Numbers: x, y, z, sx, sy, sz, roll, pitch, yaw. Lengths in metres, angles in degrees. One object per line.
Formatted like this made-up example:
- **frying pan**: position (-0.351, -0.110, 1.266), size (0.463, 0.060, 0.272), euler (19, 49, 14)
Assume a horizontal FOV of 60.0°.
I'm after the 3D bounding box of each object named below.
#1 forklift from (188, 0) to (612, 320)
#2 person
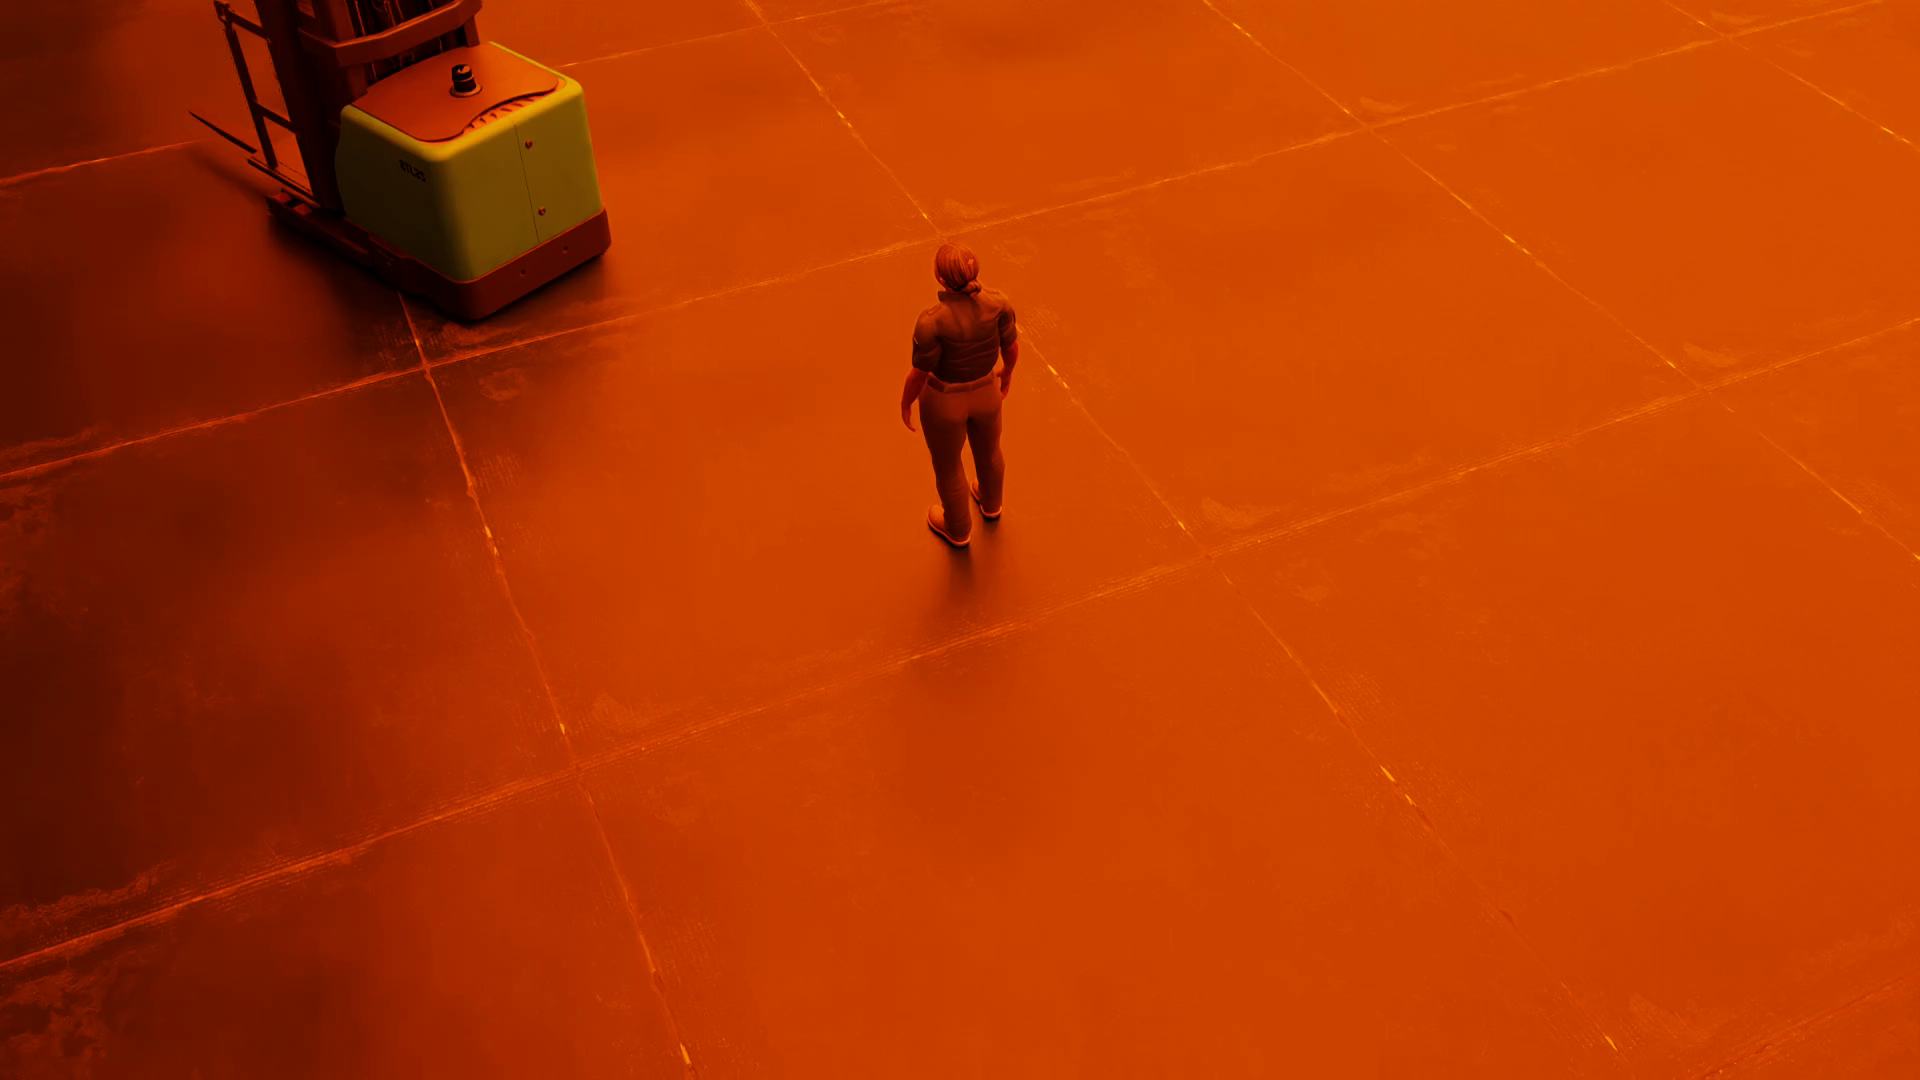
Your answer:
- **forklift**: position (-3.455, -3.119, 9.022), size (3.031, 2.935, 1.130), euler (30, 51, 28)
- **person**: position (-0.019, -0.671, 7.323), size (0.569, 1.656, 0.503), euler (-18, 46, -18)
